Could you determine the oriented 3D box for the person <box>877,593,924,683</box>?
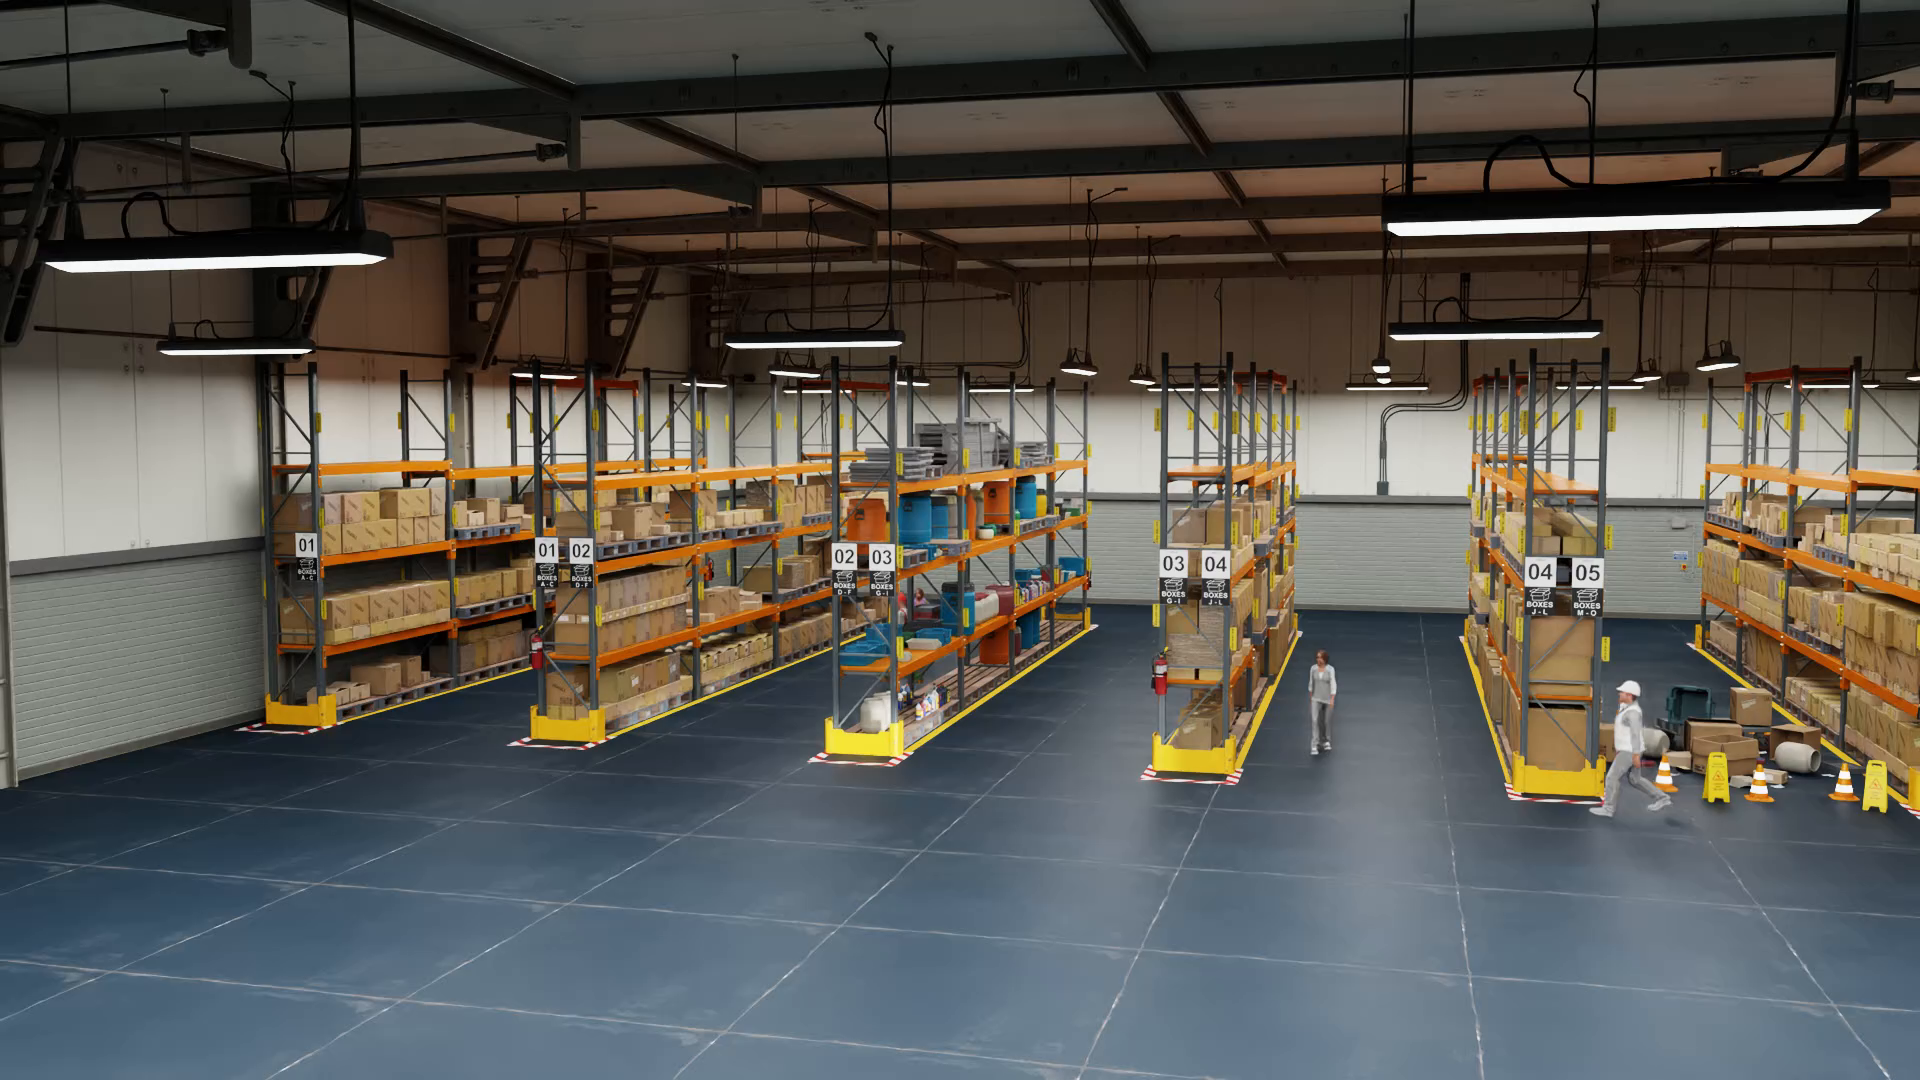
[{"bbox_3d":[-1.074,1.780,30.189,0.858,1.646,0.584,3,5,33],"label":"person"}]

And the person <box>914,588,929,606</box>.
[{"bbox_3d":[-0.823,1.760,34.558,0.559,1.547,0.814,2,4,22],"label":"person"}]

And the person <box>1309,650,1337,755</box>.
[{"bbox_3d":[5.464,2.439,25.103,0.432,1.552,0.903,1,4,18],"label":"person"}]

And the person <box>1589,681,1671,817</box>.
[{"bbox_3d":[8.510,2.650,21.055,0.999,1.738,0.543,1,4,14],"label":"person"}]
